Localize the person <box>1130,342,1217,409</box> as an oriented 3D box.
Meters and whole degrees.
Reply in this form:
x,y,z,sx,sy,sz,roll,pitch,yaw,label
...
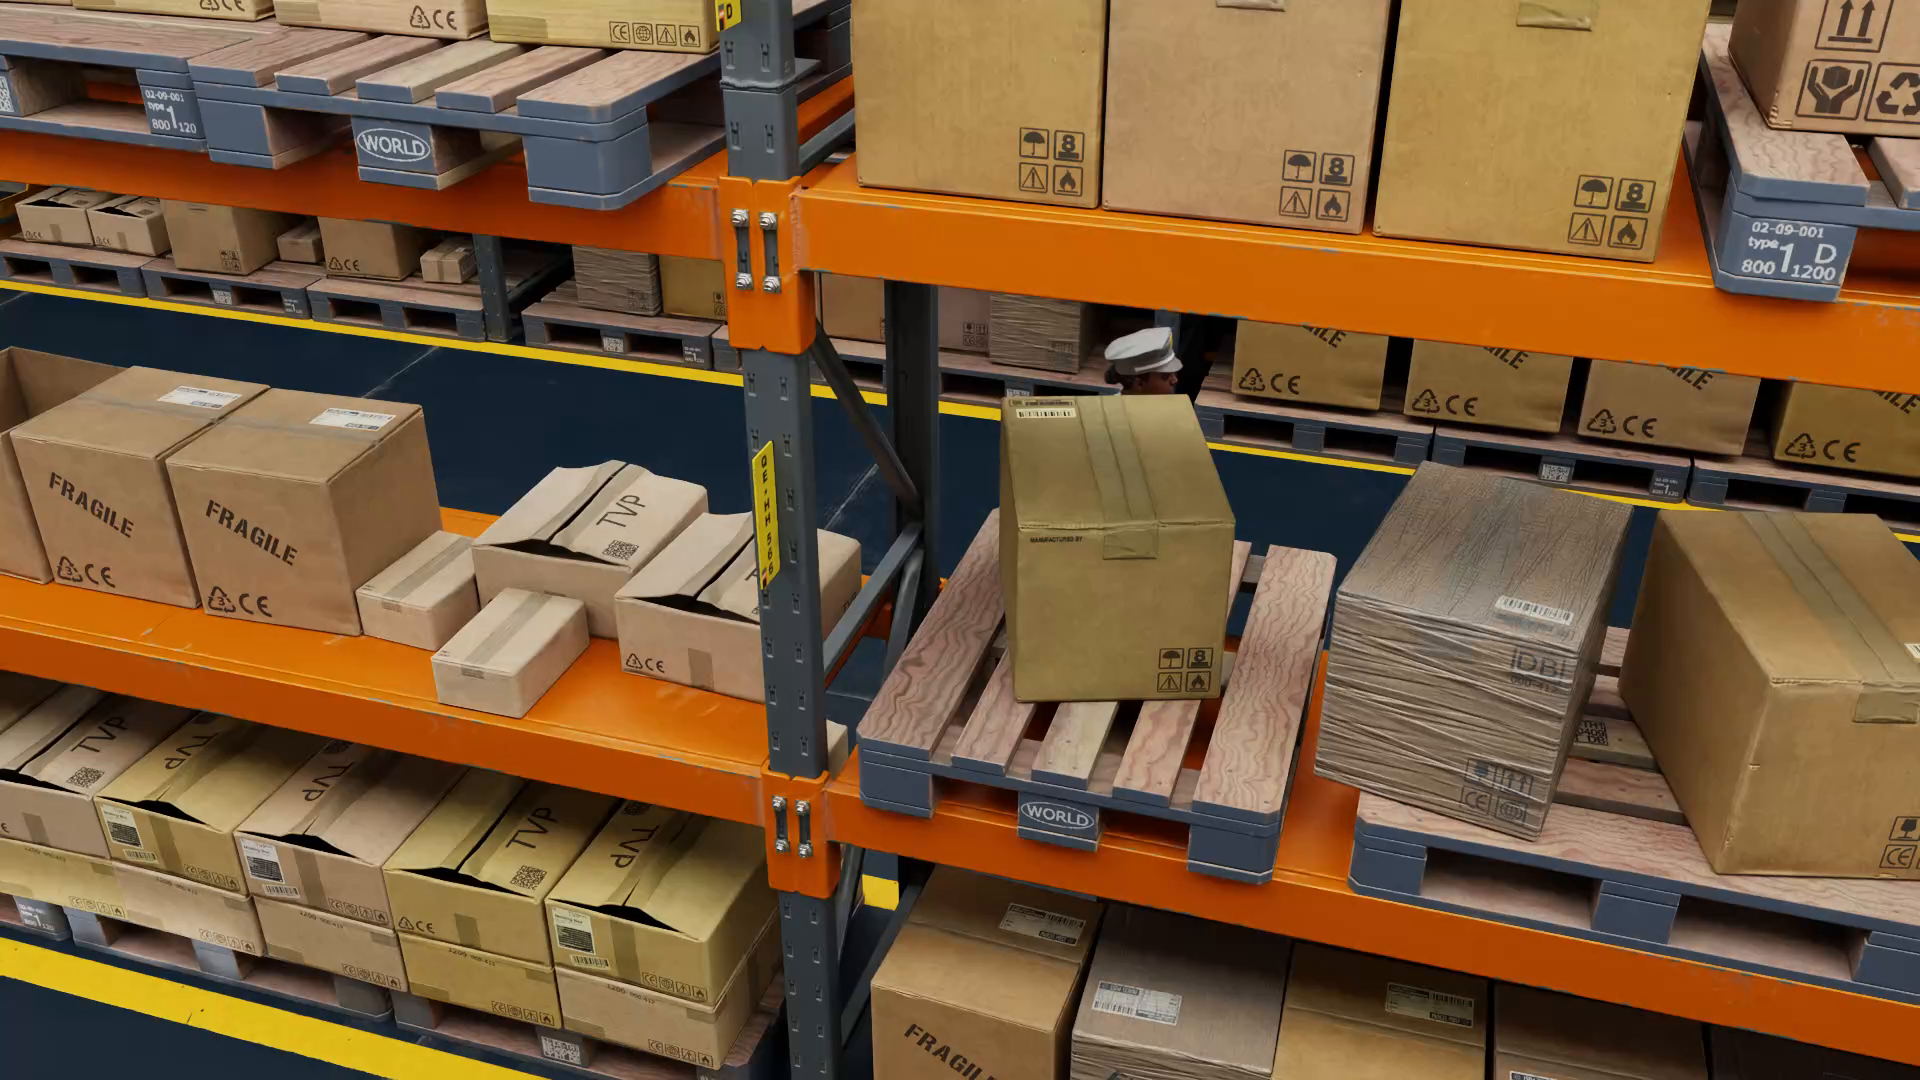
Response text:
x,y,z,sx,sy,sz,roll,pitch,yaw,label
0.658,0.047,6.107,0.460,1.615,0.461,9,31,16,person
